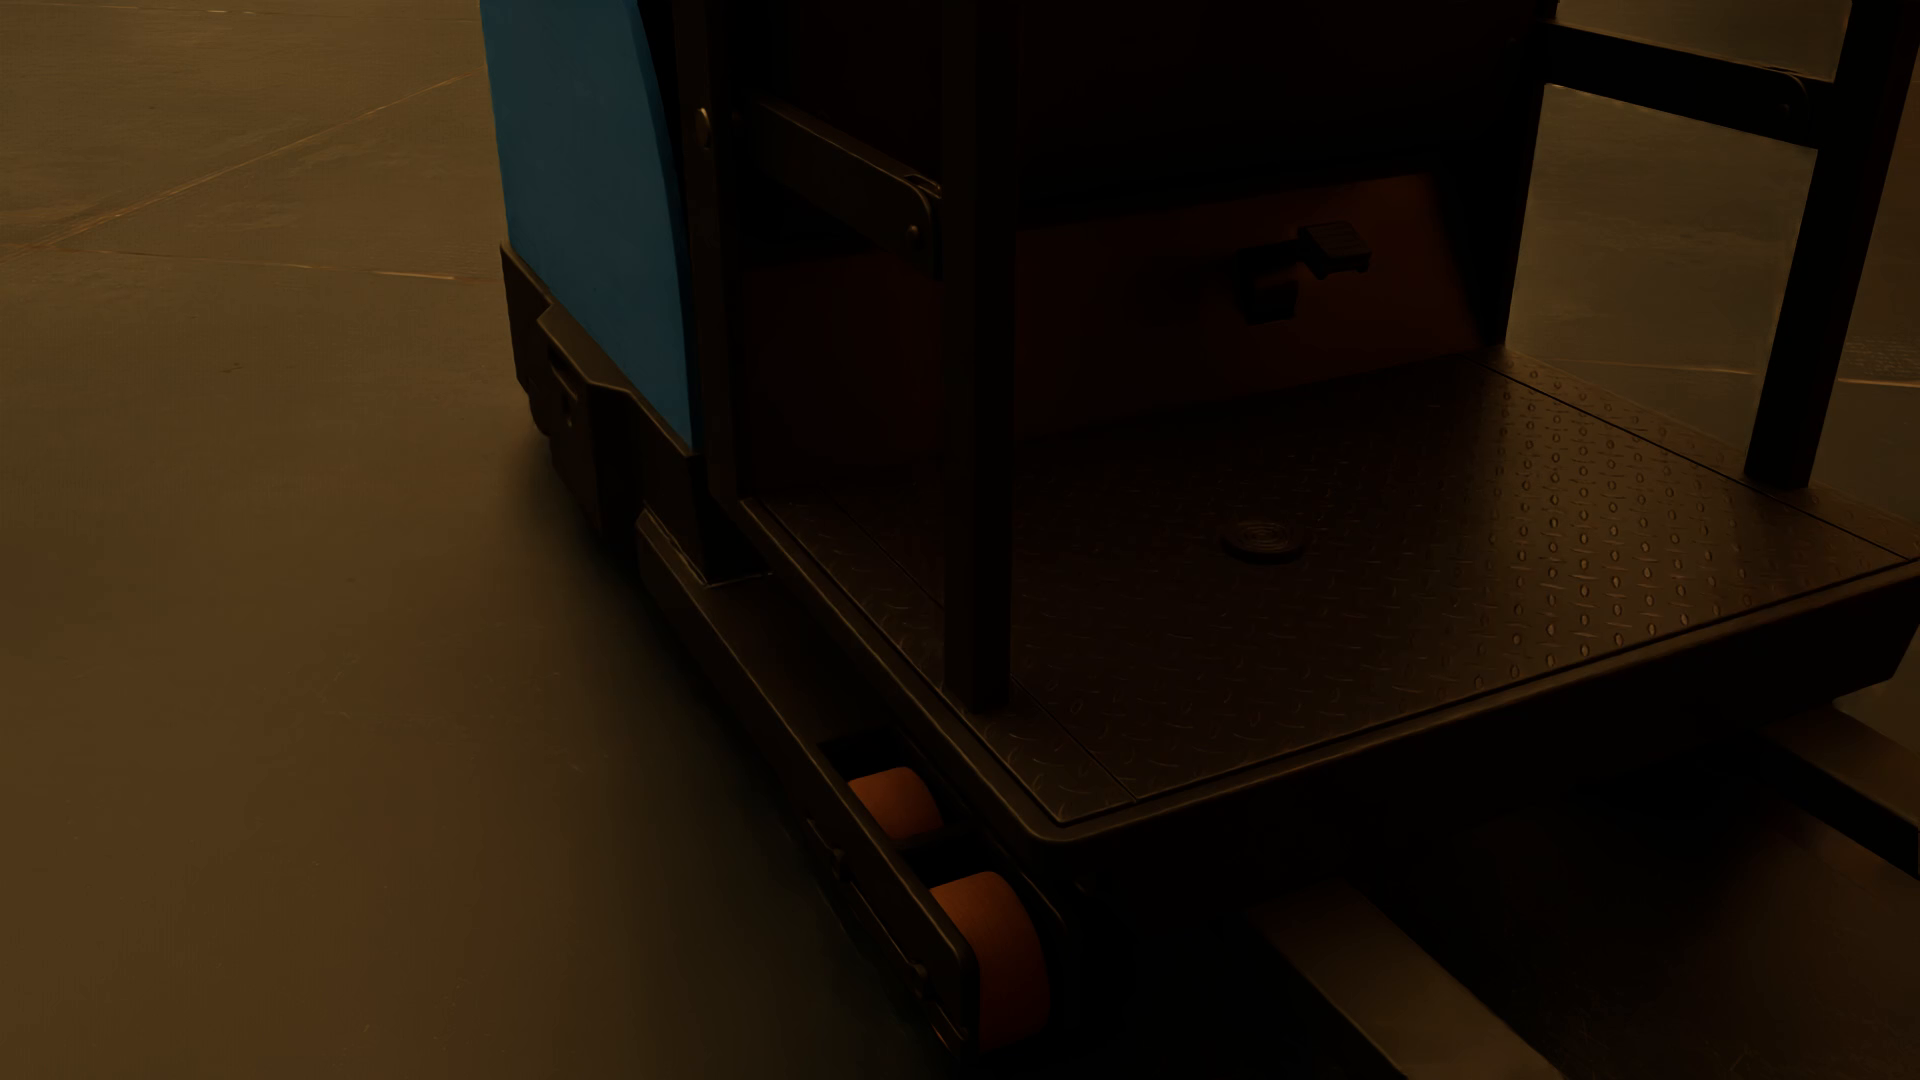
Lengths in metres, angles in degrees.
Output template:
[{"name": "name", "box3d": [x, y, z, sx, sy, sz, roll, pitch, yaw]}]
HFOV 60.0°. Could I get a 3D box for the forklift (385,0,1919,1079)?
[{"name": "forklift", "box3d": [0.451, -1.092, 1.411, 1.130, 2.935, 3.031, -20, 33, -34]}]
